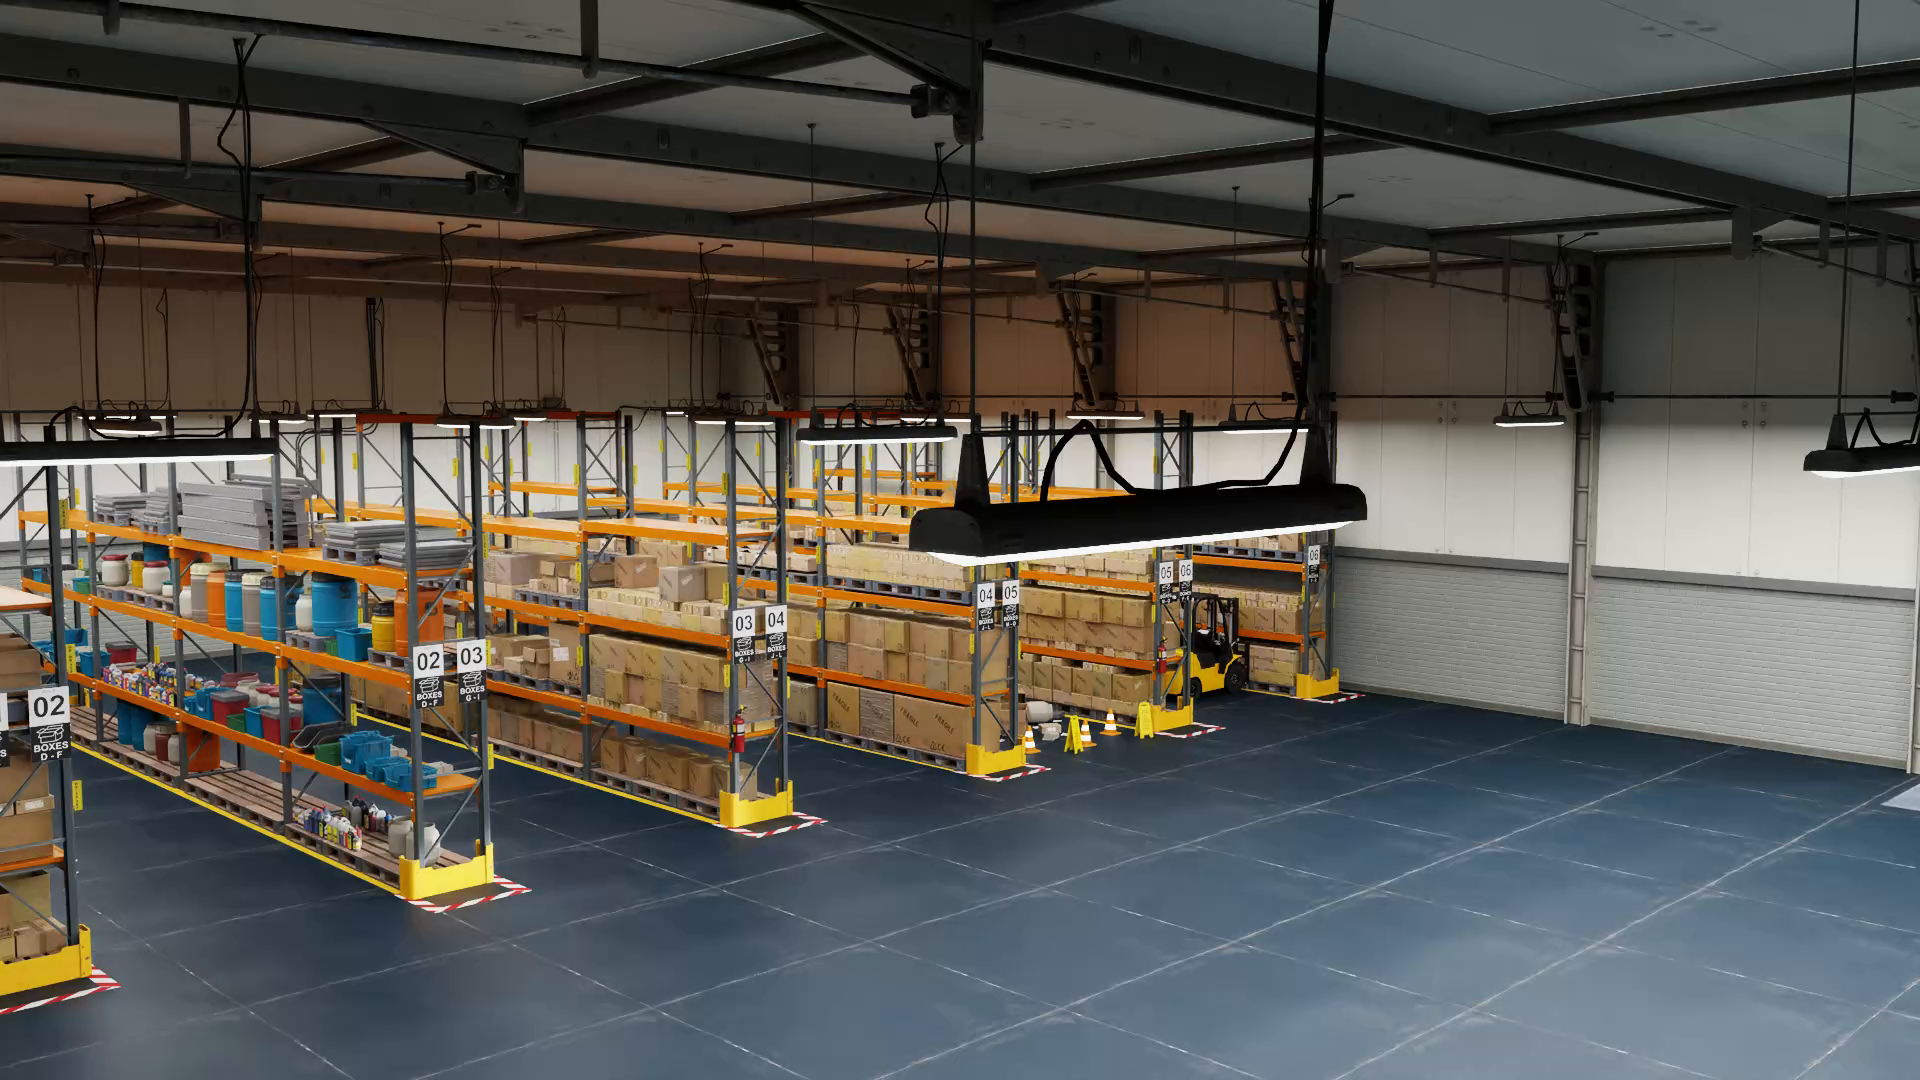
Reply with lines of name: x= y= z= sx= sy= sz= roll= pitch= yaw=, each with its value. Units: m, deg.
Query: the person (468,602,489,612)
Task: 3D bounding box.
person: x=-11.656 y=2.025 z=39.971 sx=0.634 sy=1.752 sz=0.689 roll=3 pitch=6 yaw=30

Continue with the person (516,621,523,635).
person: x=-10.849 y=1.965 z=40.847 sx=0.643 sy=1.692 sz=0.686 roll=0 pitch=5 yaw=-1

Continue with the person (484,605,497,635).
person: x=-10.571 y=2.287 z=36.894 sx=0.691 sy=1.698 sz=0.570 roll=-4 pitch=7 yaw=-41
